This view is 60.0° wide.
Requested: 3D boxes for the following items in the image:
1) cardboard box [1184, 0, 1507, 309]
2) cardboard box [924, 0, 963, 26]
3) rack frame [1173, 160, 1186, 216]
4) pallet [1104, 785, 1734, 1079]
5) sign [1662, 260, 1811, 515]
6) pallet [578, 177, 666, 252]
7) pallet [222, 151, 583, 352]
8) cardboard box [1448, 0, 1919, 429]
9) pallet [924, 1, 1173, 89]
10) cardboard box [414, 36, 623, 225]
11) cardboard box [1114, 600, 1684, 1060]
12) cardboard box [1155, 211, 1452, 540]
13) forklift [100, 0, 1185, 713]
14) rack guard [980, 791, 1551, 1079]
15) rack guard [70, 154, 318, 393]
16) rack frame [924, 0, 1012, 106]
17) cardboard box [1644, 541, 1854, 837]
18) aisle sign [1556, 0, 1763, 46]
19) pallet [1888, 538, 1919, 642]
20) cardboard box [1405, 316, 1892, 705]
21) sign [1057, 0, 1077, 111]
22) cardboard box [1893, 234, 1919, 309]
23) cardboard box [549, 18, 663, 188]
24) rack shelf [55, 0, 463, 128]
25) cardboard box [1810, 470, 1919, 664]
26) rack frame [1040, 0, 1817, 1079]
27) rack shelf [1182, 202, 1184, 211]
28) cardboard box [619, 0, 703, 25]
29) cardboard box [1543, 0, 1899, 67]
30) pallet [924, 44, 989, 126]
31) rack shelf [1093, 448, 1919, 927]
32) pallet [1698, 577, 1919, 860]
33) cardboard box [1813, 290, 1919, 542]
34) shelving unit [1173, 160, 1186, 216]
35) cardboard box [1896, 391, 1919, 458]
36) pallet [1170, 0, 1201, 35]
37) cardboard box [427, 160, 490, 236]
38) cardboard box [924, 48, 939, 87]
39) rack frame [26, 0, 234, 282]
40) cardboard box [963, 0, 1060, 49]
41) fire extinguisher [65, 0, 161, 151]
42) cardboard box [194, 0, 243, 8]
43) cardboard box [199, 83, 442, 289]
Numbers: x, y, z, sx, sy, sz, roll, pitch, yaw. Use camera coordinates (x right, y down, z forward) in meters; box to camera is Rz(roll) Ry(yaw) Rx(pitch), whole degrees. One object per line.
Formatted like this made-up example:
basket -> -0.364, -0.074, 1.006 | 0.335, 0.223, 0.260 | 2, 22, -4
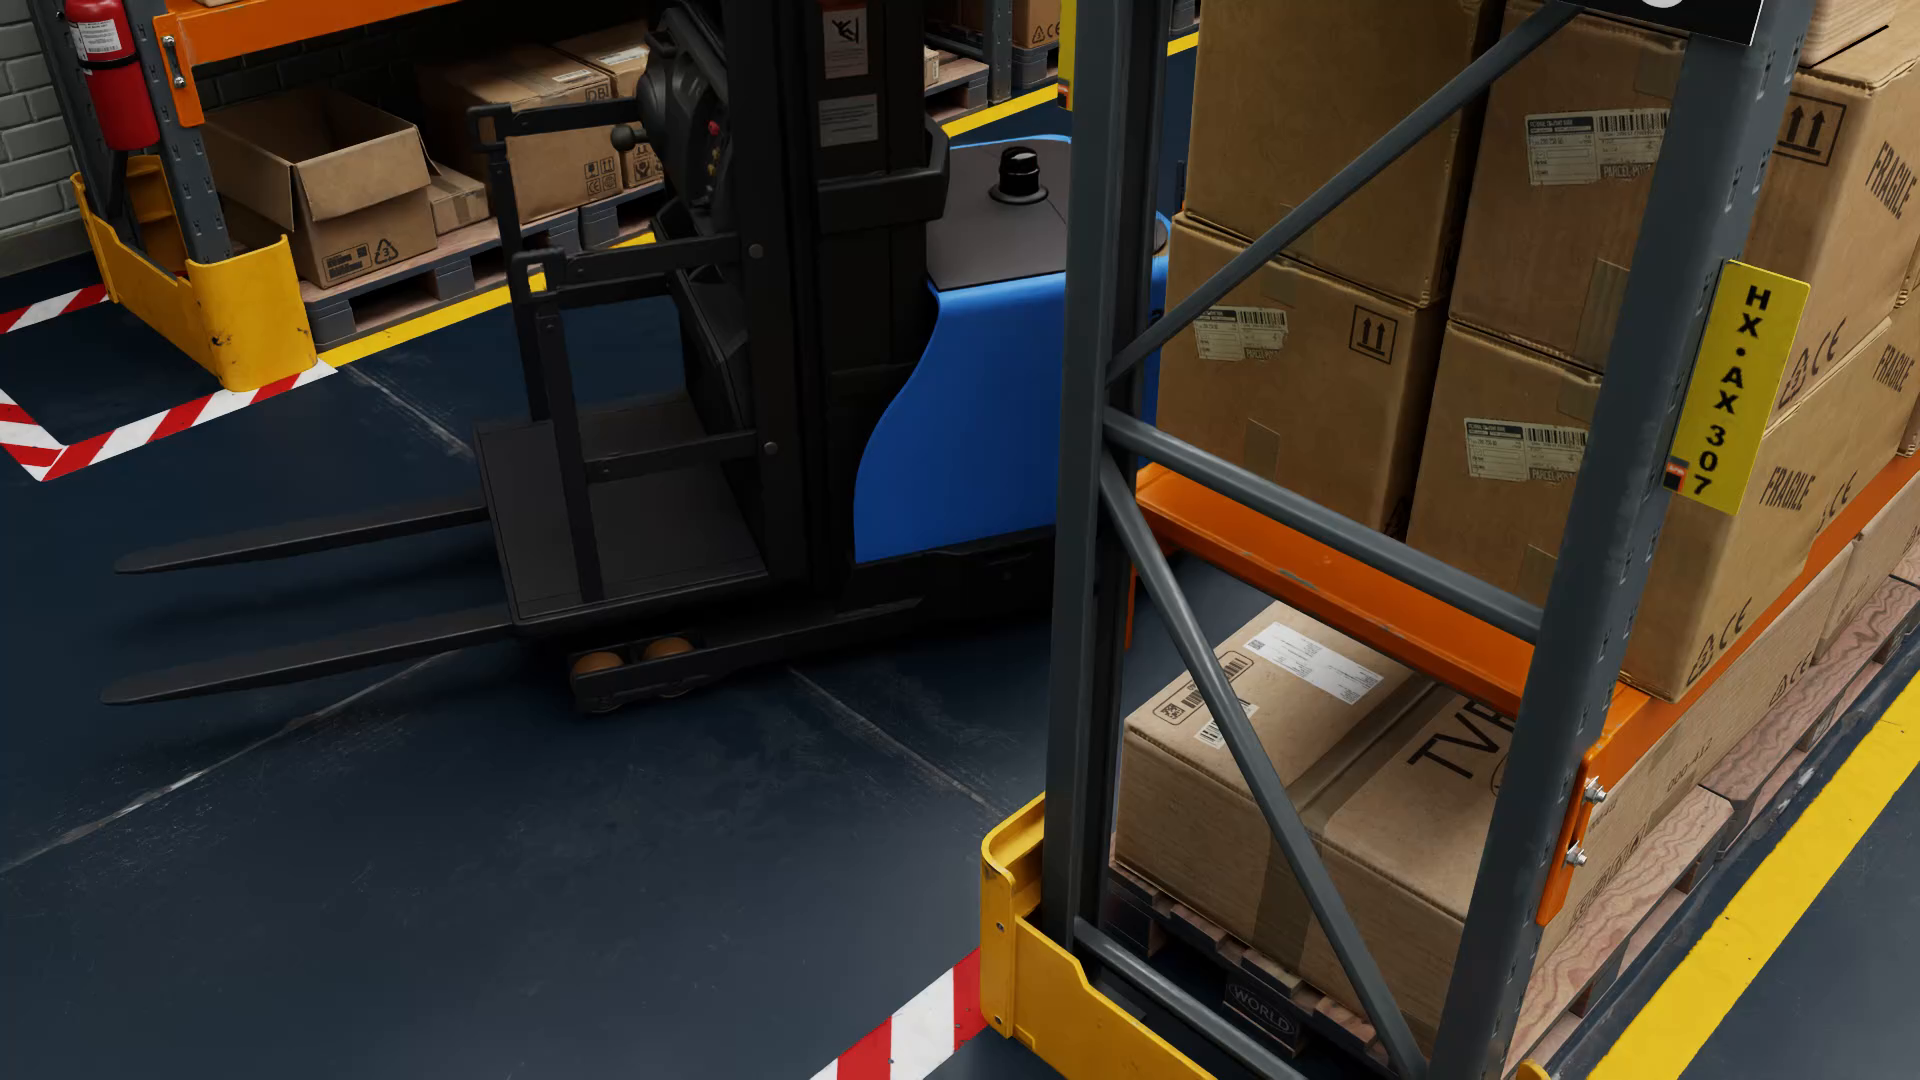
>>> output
cardboard box -> 0.741, -0.766, 2.764 | 0.500, 0.500, 0.500 | -28, 44, -34
cardboard box -> -0.001, -3.111, 8.907 | 0.500, 0.500, 0.500 | 29, 44, 35
rack frame -> 0.712, -0.536, 4.970 | 0.240, 1.200, 0.015 | 23, 41, 29
pallet -> 1.078, 0.765, 3.969 | 1.003, 0.211, 1.213 | 30, 45, 35
sign -> 0.960, -0.185, 2.066 | 0.100, 0.325, 0.005 | 30, 45, 35
pallet -> -1.481, -1.726, 7.540 | 1.003, 0.211, 1.213 | 30, 45, 35
pallet -> -2.341, -1.233, 6.834 | 1.003, 0.211, 1.213 | 30, 45, 35
cardboard box -> 1.110, -0.554, 2.461 | 0.500, 0.500, 0.500 | 28, 44, 34
pallet -> 0.409, -2.847, 9.149 | 1.003, 0.211, 1.213 | 30, 45, 35
cardboard box -> -1.827, -1.710, 6.898 | 0.500, 0.500, 0.700 | -28, 44, -34
cardboard box -> 0.964, 0.547, 3.716 | 0.875, 0.438, 0.875 | 28, 44, 34
cardboard box -> 0.722, -0.367, 3.066 | 0.500, 0.500, 0.500 | -30, 45, -35
forklift -> -0.886, -1.069, 4.220 | 3.031, 2.935, 1.130 | -11, 36, -16
rack guard -> 0.553, 1.012, 3.362 | 1.175, 0.500, 0.348 | 30, 45, 35
rack guard -> -2.902, -1.028, 6.286 | 1.175, 0.500, 0.348 | 30, 45, 35
rack frame -> -0.137, -3.646, 7.856 | 1.000, 3.000, 0.127 | 30, 45, 35
cardboard box -> 1.603, 0.172, 4.253 | 0.875, 0.438, 0.875 | -29, 44, -34
aisle sign -> 0.725, -0.943, 1.708 | 0.394, 0.787, 0.004 | 30, 45, 35
pallet -> 2.797, -0.226, 5.389 | 1.003, 0.211, 1.213 | 30, 45, 35
cardboard box -> 1.112, -0.143, 2.746 | 0.500, 0.500, 0.500 | 29, 44, 35
sign -> 0.195, -0.820, 2.584 | 0.100, 0.325, 0.005 | 30, 45, 35
cardboard box -> 1.469, -0.767, 2.766 | 0.500, 0.500, 0.500 | 28, 44, 34
cardboard box -> -1.384, -1.885, 7.148 | 0.500, 0.500, 0.500 | -29, 44, -35
rack shelf -> -1.546, -2.539, 6.897 | 1.077, 0.370, 4.000 | 30, 45, 35
cardboard box -> 2.239, -0.193, 4.777 | 0.875, 0.438, 0.875 | 28, 44, 34
rack frame -> 0.570, -0.023, 2.661 | 1.000, 3.000, 0.127 | 30, 45, 35
rack shelf -> 0.858, -0.971, 4.906 | 0.258, 0.148, 0.480 | 23, 41, 29
cardboard box -> -1.096, -2.132, 7.503 | 0.700, 0.500, 0.500 | 28, 43, 34
cardboard box -> 1.016, -0.773, 2.207 | 0.250, 0.149, 0.380 | -29, 44, -35
pallet -> -0.621, -2.224, 8.254 | 1.003, 0.211, 1.213 | 30, 45, 35
rack shelf -> 1.979, -0.540, 4.031 | 1.077, 0.370, 4.000 | 30, 45, 35
pallet -> 1.937, 0.272, 4.676 | 1.003, 0.211, 1.213 | 30, 45, 35
cardboard box -> 1.448, -0.360, 3.056 | 0.500, 0.500, 0.500 | 29, 44, 35
shelving unit -> 0.858, -0.648, 5.131 | 0.258, 1.200, 0.503 | 23, 41, 29
cardboard box -> 1.820, -0.559, 3.342 | 0.500, 0.500, 0.500 | 29, 44, 35
pallet -> 1.269, -3.345, 9.862 | 1.003, 0.211, 1.213 | 30, 45, 35
cardboard box -> -2.130, -1.392, 6.749 | 0.380, 0.149, 0.250 | 28, 43, 34
cardboard box -> -0.321, -2.304, 8.057 | 0.380, 0.149, 0.250 | 28, 44, 34
rack frame -> -2.955, -2.022, 5.527 | 1.000, 3.000, 0.127 | 30, 45, 35
cardboard box -> 0.364, -2.898, 8.602 | 0.500, 0.500, 0.500 | -28, 43, -34
fire extinguisher -> -2.731, -1.591, 5.303 | 0.296, 0.674, 0.183 | 30, 45, 35
cardboard box -> -2.529, -1.942, 5.632 | 0.380, 0.149, 0.250 | 29, 44, 35
cardboard box -> -2.457, -1.381, 6.422 | 0.797, 0.503, 0.637 | 28, 43, 34
